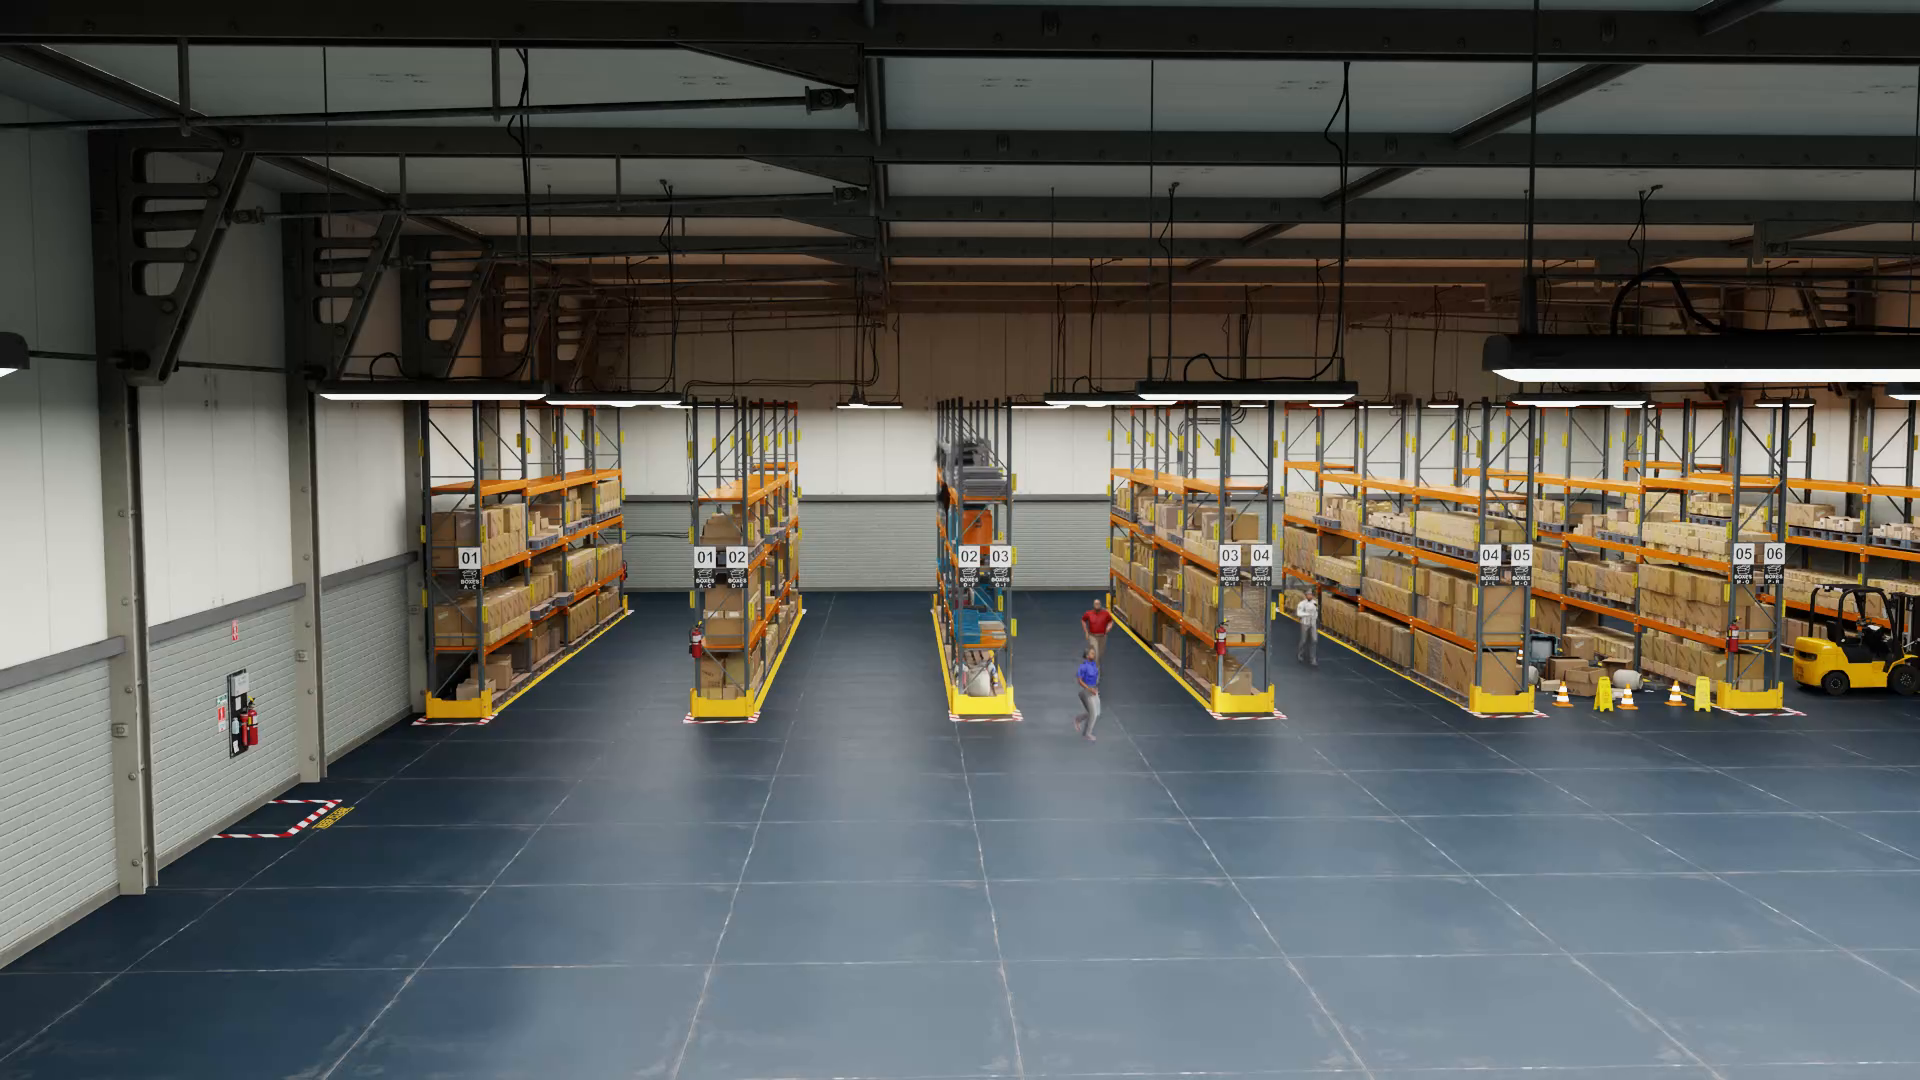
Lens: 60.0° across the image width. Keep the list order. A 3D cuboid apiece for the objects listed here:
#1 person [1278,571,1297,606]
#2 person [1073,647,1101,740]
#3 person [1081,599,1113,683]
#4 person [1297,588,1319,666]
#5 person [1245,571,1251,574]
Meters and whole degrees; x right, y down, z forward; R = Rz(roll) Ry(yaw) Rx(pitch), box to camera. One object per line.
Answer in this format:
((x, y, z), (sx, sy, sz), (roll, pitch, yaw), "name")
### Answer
((9.770, 1.099, 48.927), (0.906, 1.698, 0.601), (-2, 5, -23), "person")
((2.220, 2.678, 29.111), (0.560, 1.614, 0.608), (3, 5, 31), "person")
((2.934, 2.124, 35.457), (0.657, 1.760, 0.849), (-1, 4, -8), "person")
((7.894, 1.963, 37.748), (0.600, 1.764, 0.789), (-1, 4, -8), "person")
((8.060, 1.342, 45.658), (0.659, 1.747, 0.824), (1, 4, 8), "person")
